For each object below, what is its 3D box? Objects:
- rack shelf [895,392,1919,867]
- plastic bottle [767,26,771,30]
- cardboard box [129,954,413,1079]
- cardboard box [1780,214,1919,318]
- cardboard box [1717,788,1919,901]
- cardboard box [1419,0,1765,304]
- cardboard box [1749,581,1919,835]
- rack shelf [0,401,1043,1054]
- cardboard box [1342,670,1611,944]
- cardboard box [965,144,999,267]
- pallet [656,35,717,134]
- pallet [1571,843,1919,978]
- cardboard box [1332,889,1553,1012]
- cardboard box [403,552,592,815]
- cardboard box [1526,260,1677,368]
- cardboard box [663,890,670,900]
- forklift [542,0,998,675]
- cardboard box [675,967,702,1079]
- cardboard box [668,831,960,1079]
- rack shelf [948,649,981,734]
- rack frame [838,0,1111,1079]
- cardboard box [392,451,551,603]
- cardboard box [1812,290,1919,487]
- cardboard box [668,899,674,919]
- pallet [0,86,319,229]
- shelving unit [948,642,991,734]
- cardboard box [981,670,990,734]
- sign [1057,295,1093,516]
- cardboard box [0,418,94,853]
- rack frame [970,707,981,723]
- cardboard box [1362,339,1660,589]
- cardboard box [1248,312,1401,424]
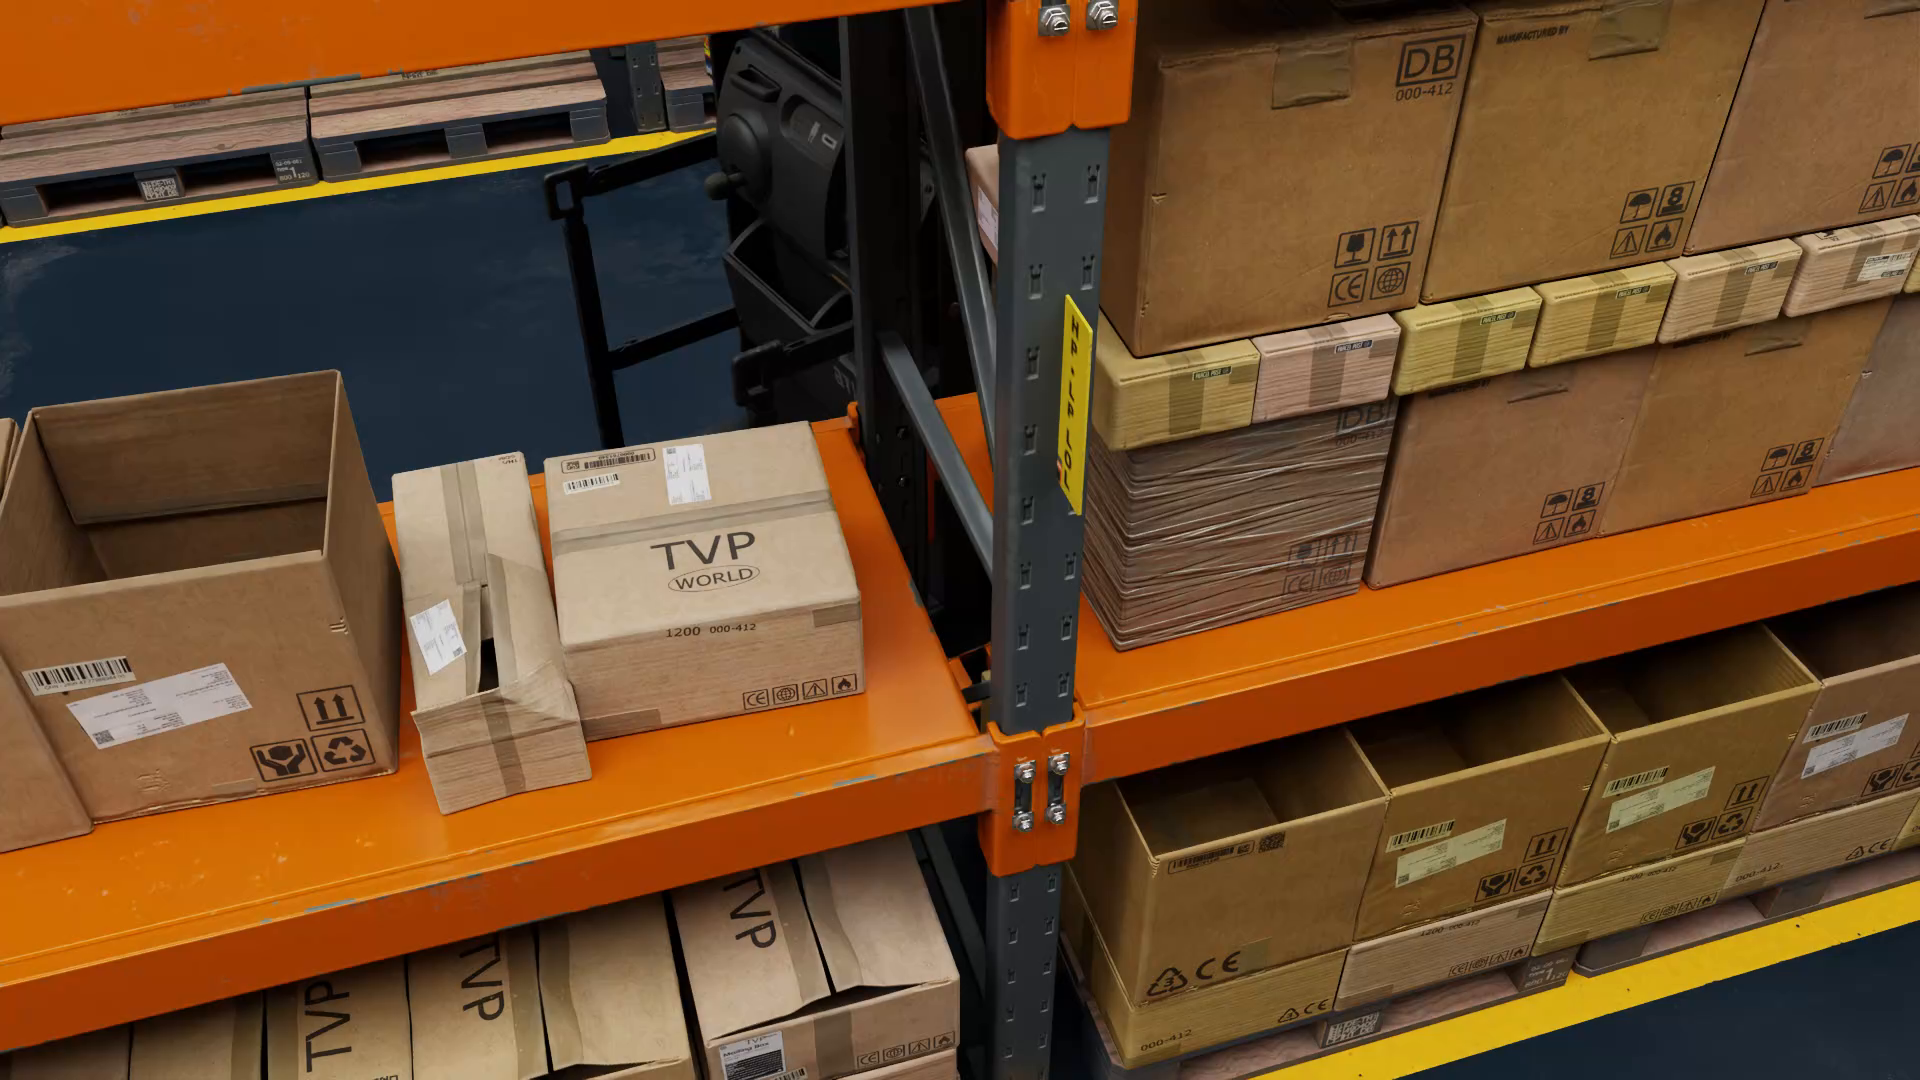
[{"bbox_3d":[1.896,-0.245,3.797,4.000,0.370,1.077,-12,42,-13],"label":"rack shelf"},{"bbox_3d":[-0.867,-2.170,7.246,0.097,0.201,0.097,0,41,0],"label":"plastic bottle"},{"bbox_3d":[-1.283,1.010,3.159,0.500,0.311,0.500,-12,43,-13],"label":"cardboard box"},{"bbox_3d":[1.531,-0.591,3.078,0.250,0.149,0.380,-13,43,-14],"label":"cardboard box"},{"bbox_3d":[1.954,0.562,4.098,0.500,0.250,0.500,-12,42,-13],"label":"cardboard box"},{"bbox_3d":[0.891,-0.839,2.868,0.500,0.500,0.700,-12,43,-13],"label":"cardboard box"},{"bbox_3d":[1.955,0.282,3.849,0.500,0.500,0.500,-12,42,-13],"label":"cardboard box"},{"bbox_3d":[-1.919,0.546,2.892,4.000,0.370,1.077,-12,42,-13],"label":"rack shelf"},{"bbox_3d":[0.999,0.476,3.626,0.500,0.500,0.500,-12,42,-13],"label":"cardboard box"},{"bbox_3d":[0.183,-0.591,3.077,0.250,0.149,0.380,-12,42,-13],"label":"cardboard box"},{"bbox_3d":[-0.843,-2.286,7.706,1.213,0.211,1.003,-12,42,-13],"label":"pallet"},{"bbox_3d":[1.925,0.555,4.454,1.213,0.211,1.003,-12,42,-13],"label":"pallet"},{"bbox_3d":[1.000,0.760,3.871,0.500,0.250,0.500,-12,42,-13],"label":"cardboard box"},{"bbox_3d":[-0.795,0.219,2.821,0.258,0.266,0.396,-13,43,-14],"label":"cardboard box"},{"bbox_3d":[1.037,-0.488,2.960,0.250,0.149,0.380,-12,43,-13],"label":"cardboard box"},{"bbox_3d":[-0.481,0.471,3.775,0.500,0.311,0.500,-12,42,-13],"label":"cardboard box"},{"bbox_3d":[-0.515,-0.865,4.012,3.031,2.935,1.130,-25,47,-26],"label":"forklift"},{"bbox_3d":[-0.803,1.120,3.459,0.500,0.250,0.500,-12,43,-14],"label":"cardboard box"},{"bbox_3d":[-0.312,0.806,3.392,0.500,0.311,0.500,-12,42,-13],"label":"cardboard box"},{"bbox_3d":[0.043,0.451,4.475,0.103,0.258,0.180,-21,48,-11],"label":"rack shelf"},{"bbox_3d":[-0.012,-0.120,3.108,0.127,3.000,1.000,-12,42,-13],"label":"rack frame"},{"bbox_3d":[-0.918,0.021,3.137,0.250,0.149,0.380,-12,42,-13],"label":"cardboard box"},{"bbox_3d":[1.879,-0.557,3.531,0.500,0.500,0.700,-11,42,-12],"label":"cardboard box"},{"bbox_3d":[-0.471,0.681,3.961,0.500,0.250,0.500,-13,43,-14],"label":"cardboard box"},{"bbox_3d":[-3.399,-1.756,7.100,1.213,0.211,1.003,-12,42,-13],"label":"pallet"},{"bbox_3d":[0.112,0.424,4.490,1.200,0.258,0.189,-21,48,-11],"label":"shelving unit"},{"bbox_3d":[0.365,0.528,4.136,0.500,0.250,0.500,-12,42,-13],"label":"cardboard box"},{"bbox_3d":[0.160,-0.188,2.365,0.005,0.325,0.100,-12,42,-13],"label":"sign"},{"bbox_3d":[-1.729,0.187,2.681,0.500,0.500,0.500,-12,42,-13],"label":"cardboard box"},{"bbox_3d":[0.148,0.484,4.431,1.200,0.240,0.006,-21,48,-11],"label":"rack frame"},{"bbox_3d":[0.911,-0.358,3.304,0.500,0.500,0.700,-12,43,-14],"label":"cardboard box"},{"bbox_3d":[0.542,-0.384,2.840,0.250,0.149,0.380,-11,42,-12],"label":"cardboard box"}]
